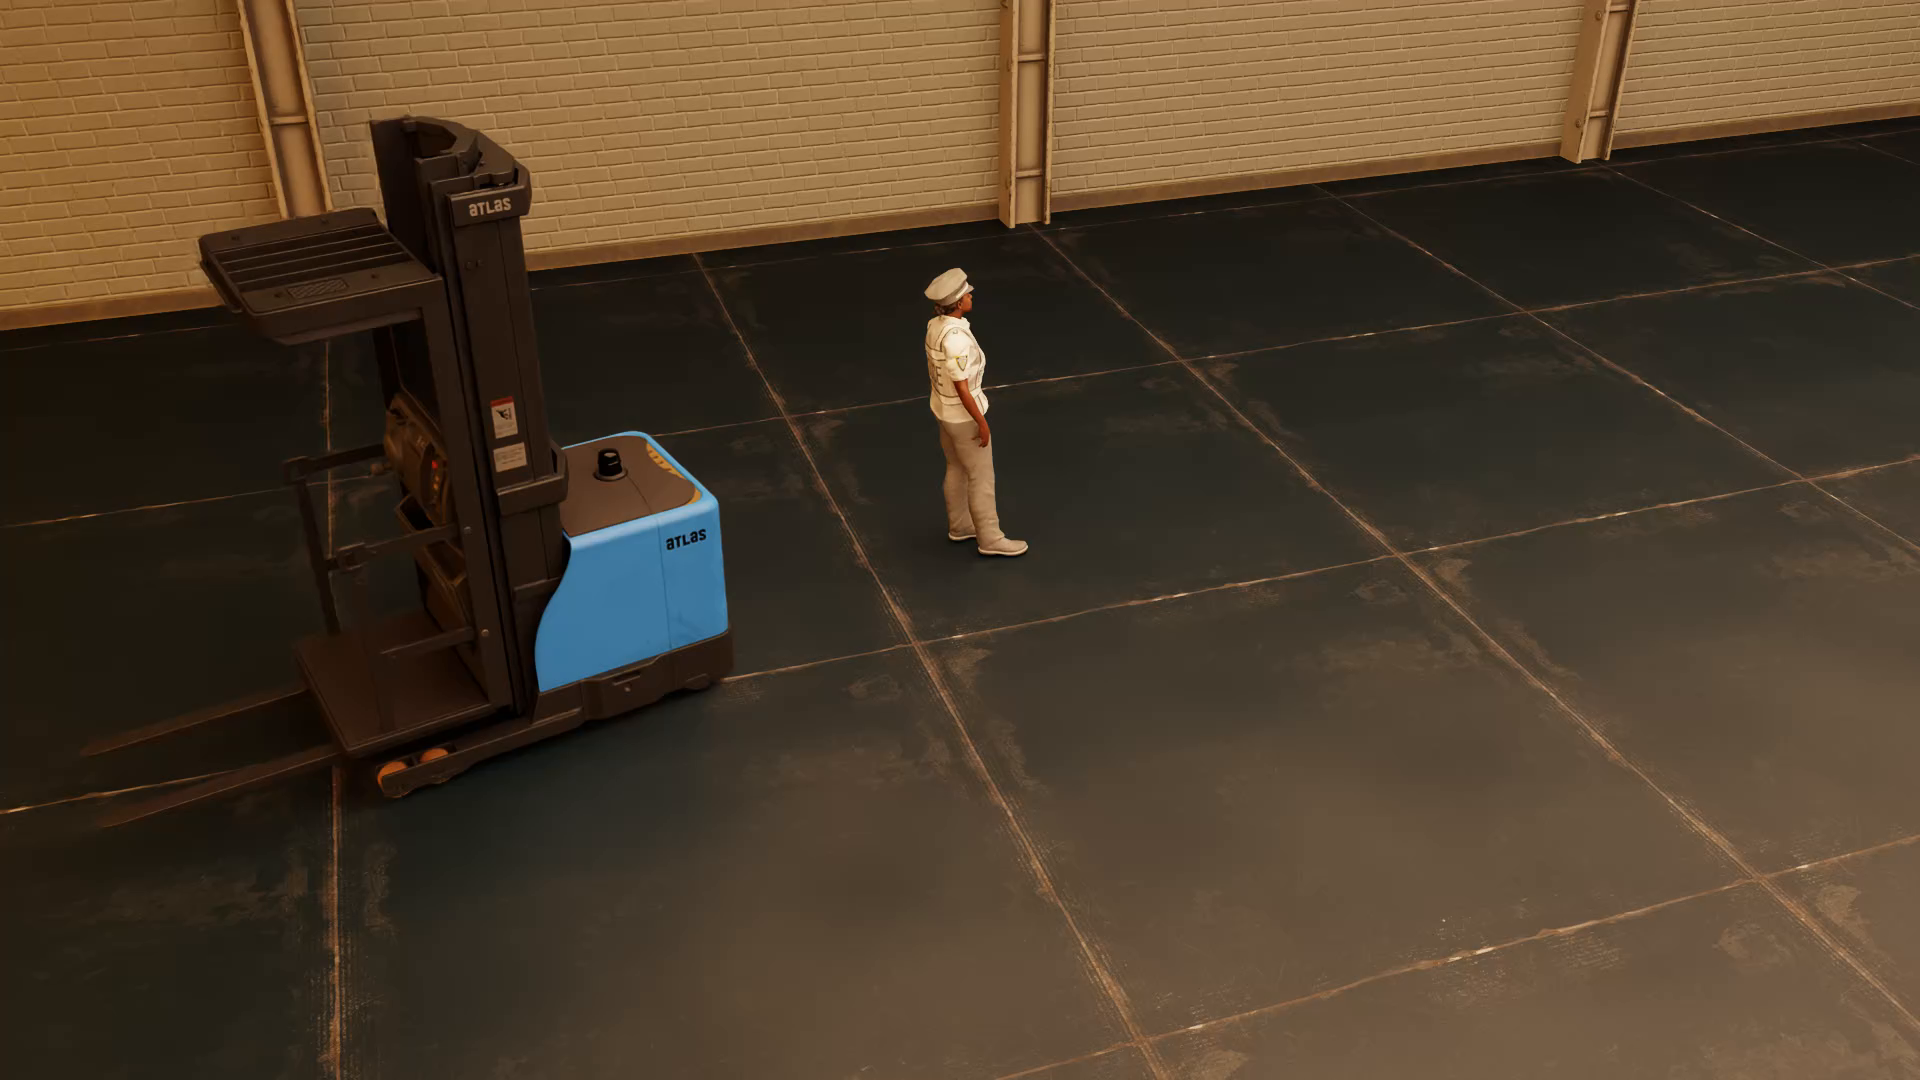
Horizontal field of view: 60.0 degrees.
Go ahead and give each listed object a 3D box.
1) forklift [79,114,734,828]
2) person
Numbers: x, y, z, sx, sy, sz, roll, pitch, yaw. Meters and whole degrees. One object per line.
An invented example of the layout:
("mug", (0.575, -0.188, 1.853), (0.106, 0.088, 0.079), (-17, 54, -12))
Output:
("forklift", (-2.705, -0.348, 7.693), (3.031, 2.935, 1.130), (-18, 34, -28))
("person", (0.077, -0.744, 9.604), (0.528, 1.697, 0.570), (-10, 31, -16))
